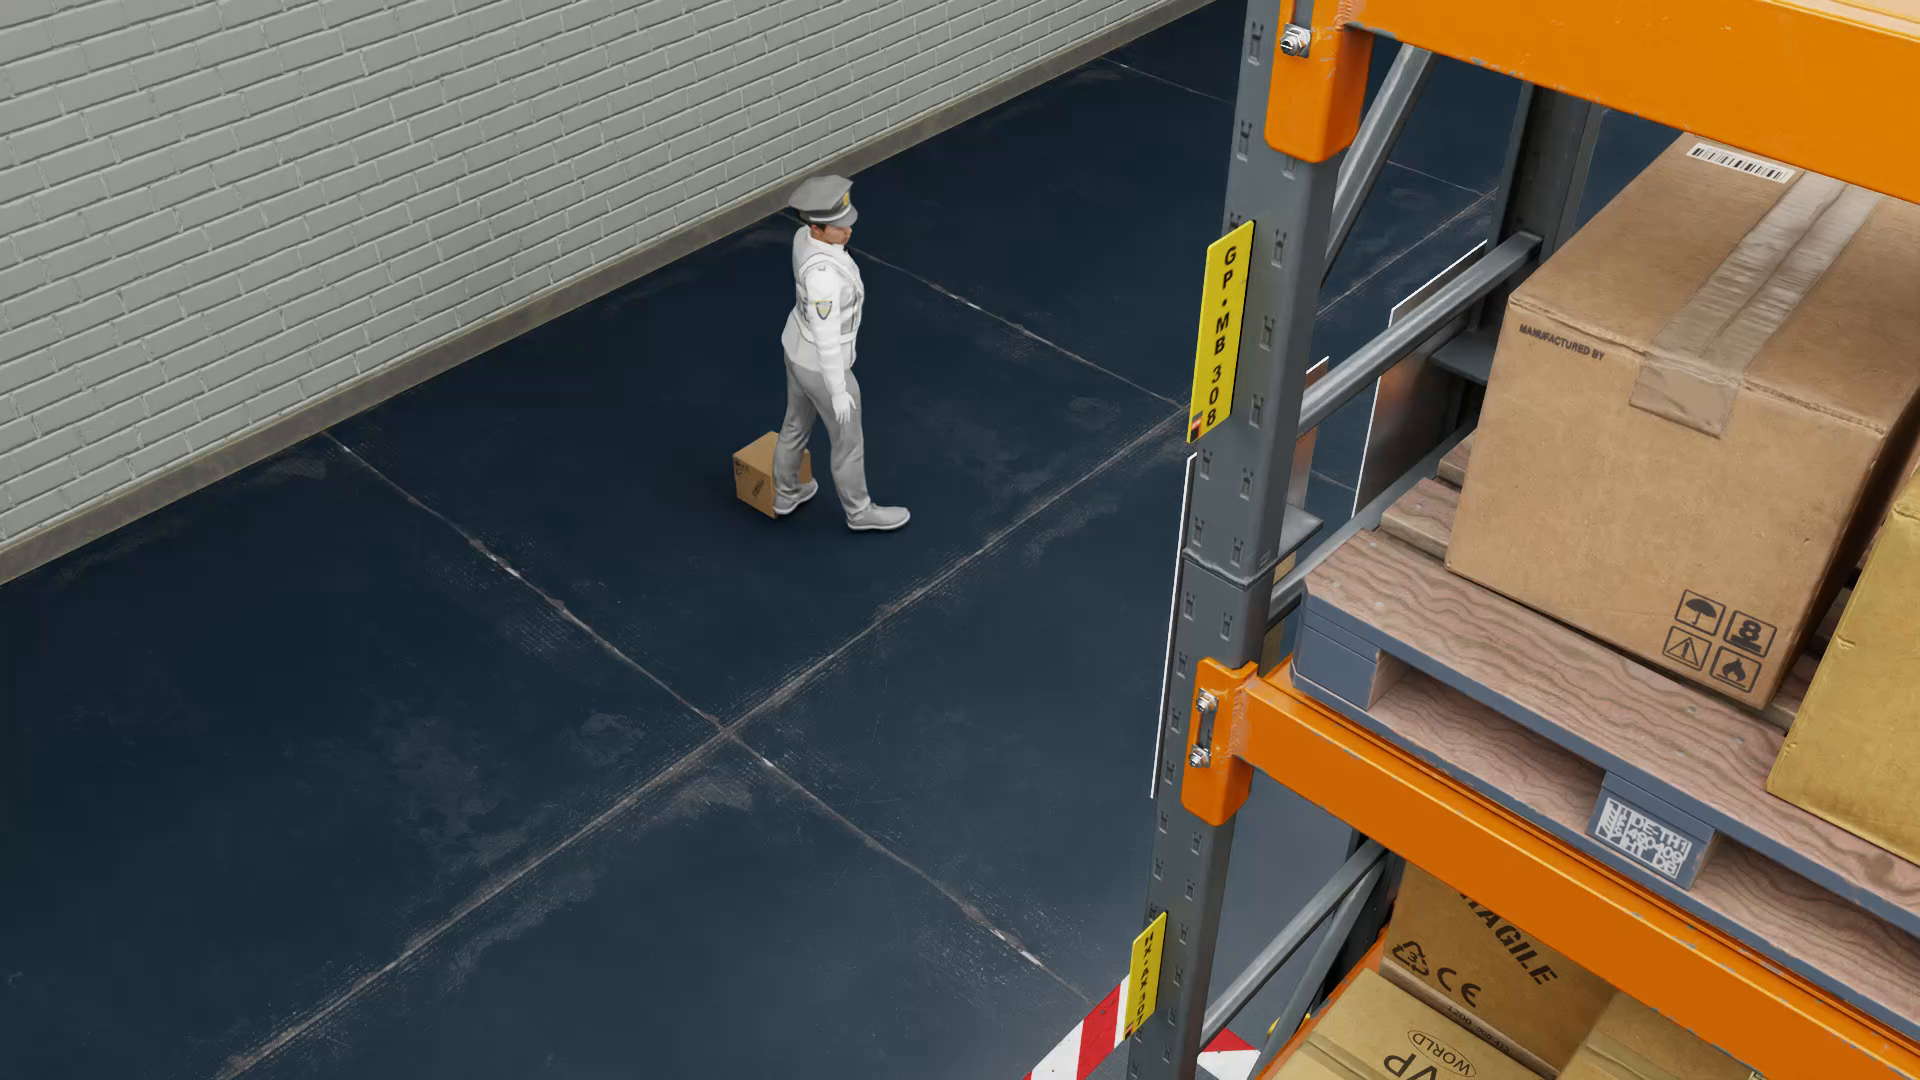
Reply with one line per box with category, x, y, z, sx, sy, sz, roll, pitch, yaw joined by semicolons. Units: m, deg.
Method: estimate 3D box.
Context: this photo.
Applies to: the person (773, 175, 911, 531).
person;-0.543;-0.758;7.035;0.579;1.655;0.538;-12;41;-14
